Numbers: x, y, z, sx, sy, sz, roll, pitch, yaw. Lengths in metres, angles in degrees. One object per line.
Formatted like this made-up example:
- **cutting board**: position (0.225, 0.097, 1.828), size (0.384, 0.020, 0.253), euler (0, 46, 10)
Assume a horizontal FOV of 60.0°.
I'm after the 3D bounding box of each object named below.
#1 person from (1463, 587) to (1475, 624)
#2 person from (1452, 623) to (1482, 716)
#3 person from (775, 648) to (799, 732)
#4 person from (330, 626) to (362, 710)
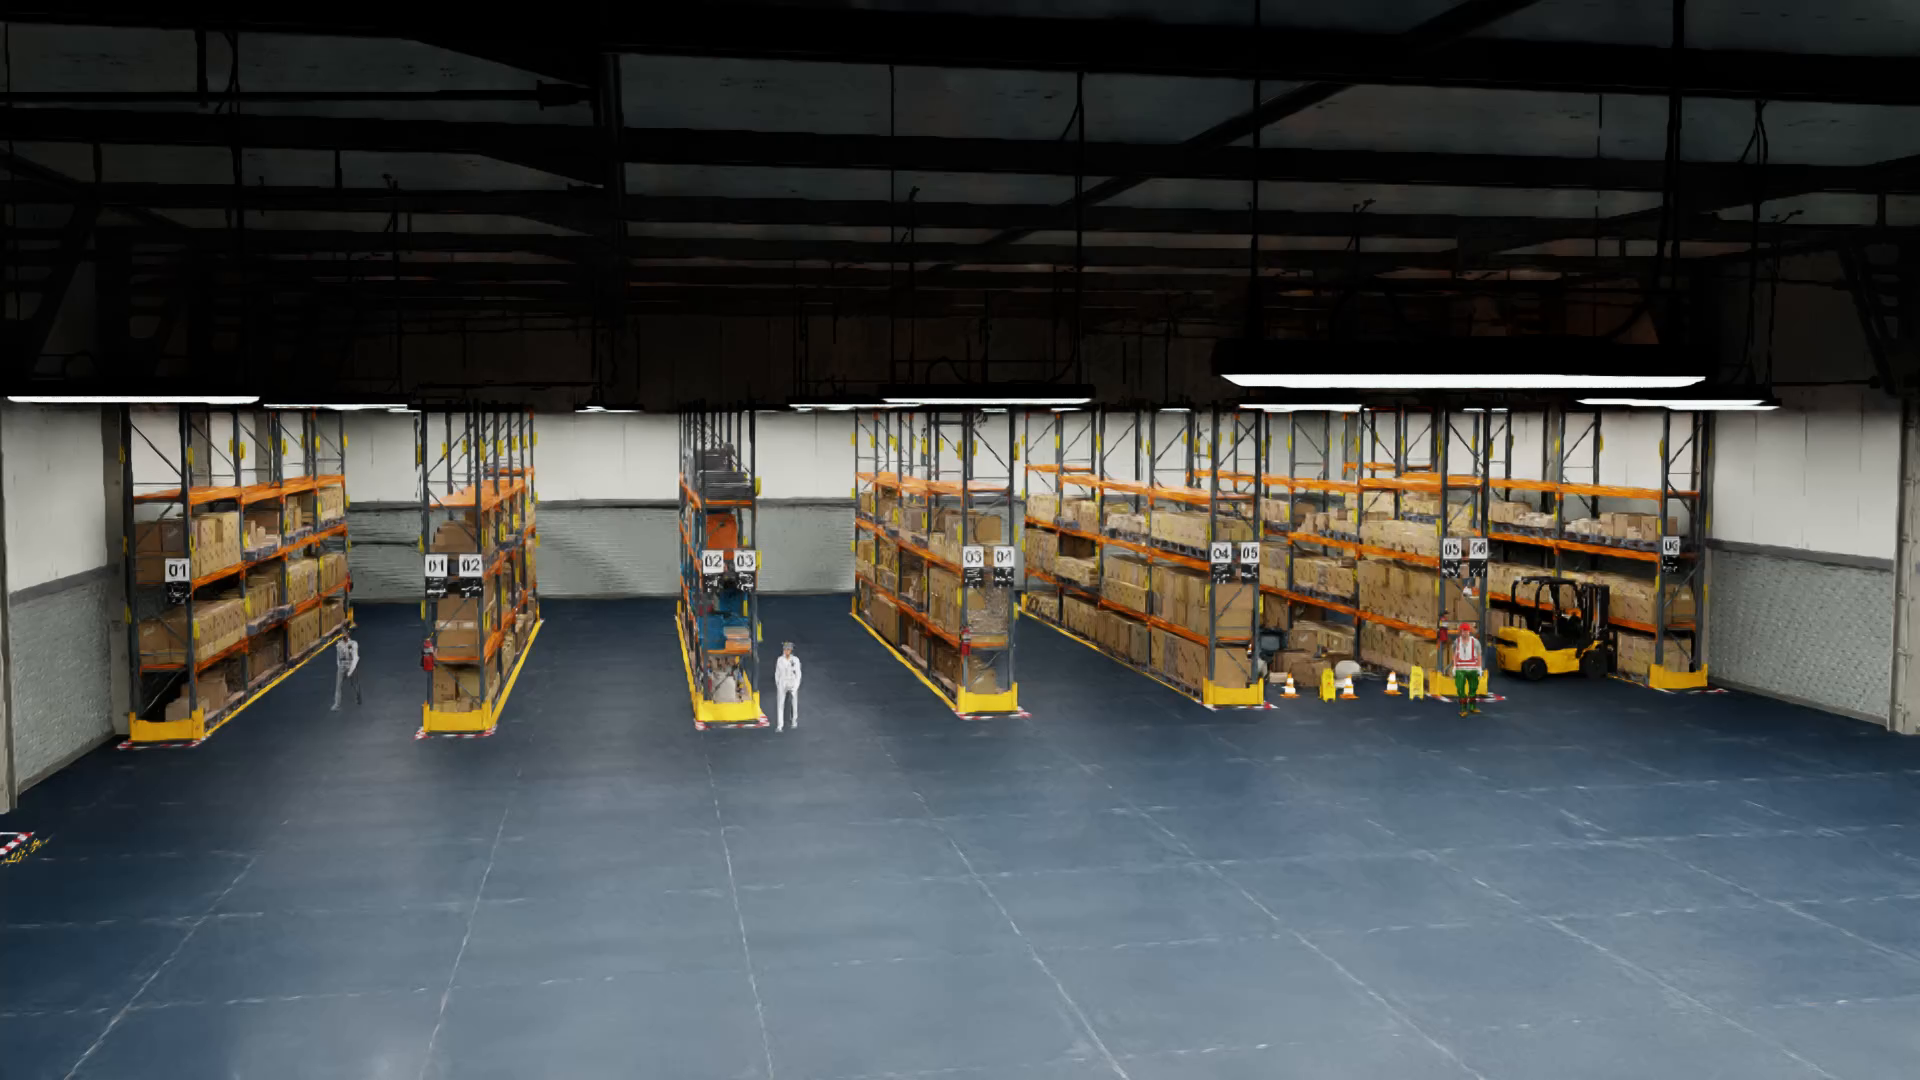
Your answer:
- **person**: position (11.520, 1.614, 37.758), size (0.352, 1.082, 0.614), euler (1, 5, 19)
- **person**: position (9.666, 2.451, 31.697), size (0.553, 1.774, 0.572), euler (2, 5, 24)
- **person**: position (-3.124, 2.640, 30.102), size (0.411, 1.584, 0.978), euler (0, 4, -2)
- **person**: position (-11.878, 2.461, 32.255), size (0.483, 1.619, 0.998), euler (0, 4, -2)
